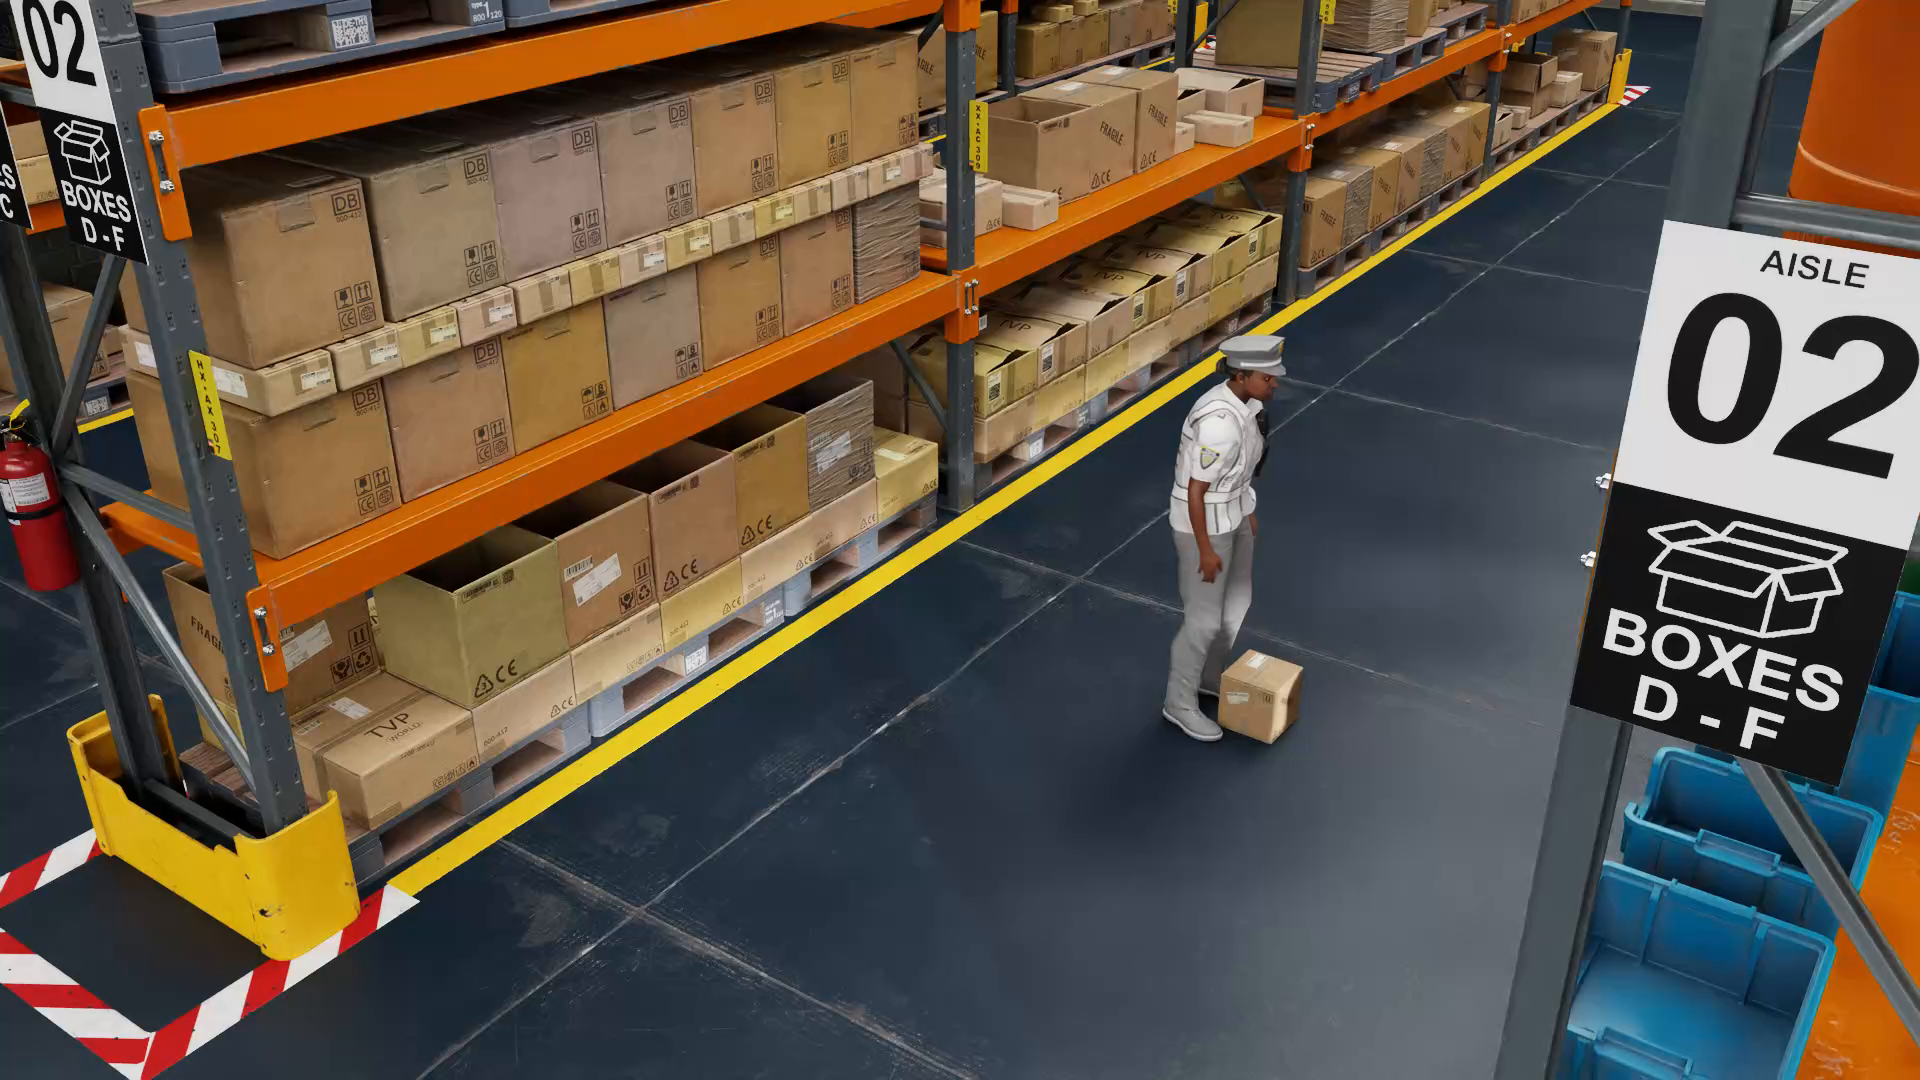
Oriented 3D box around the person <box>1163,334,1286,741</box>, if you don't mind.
[{"bbox_3d":[1.047,-0.037,6.686,0.391,1.664,0.529,16,31,28],"label":"person"}]
